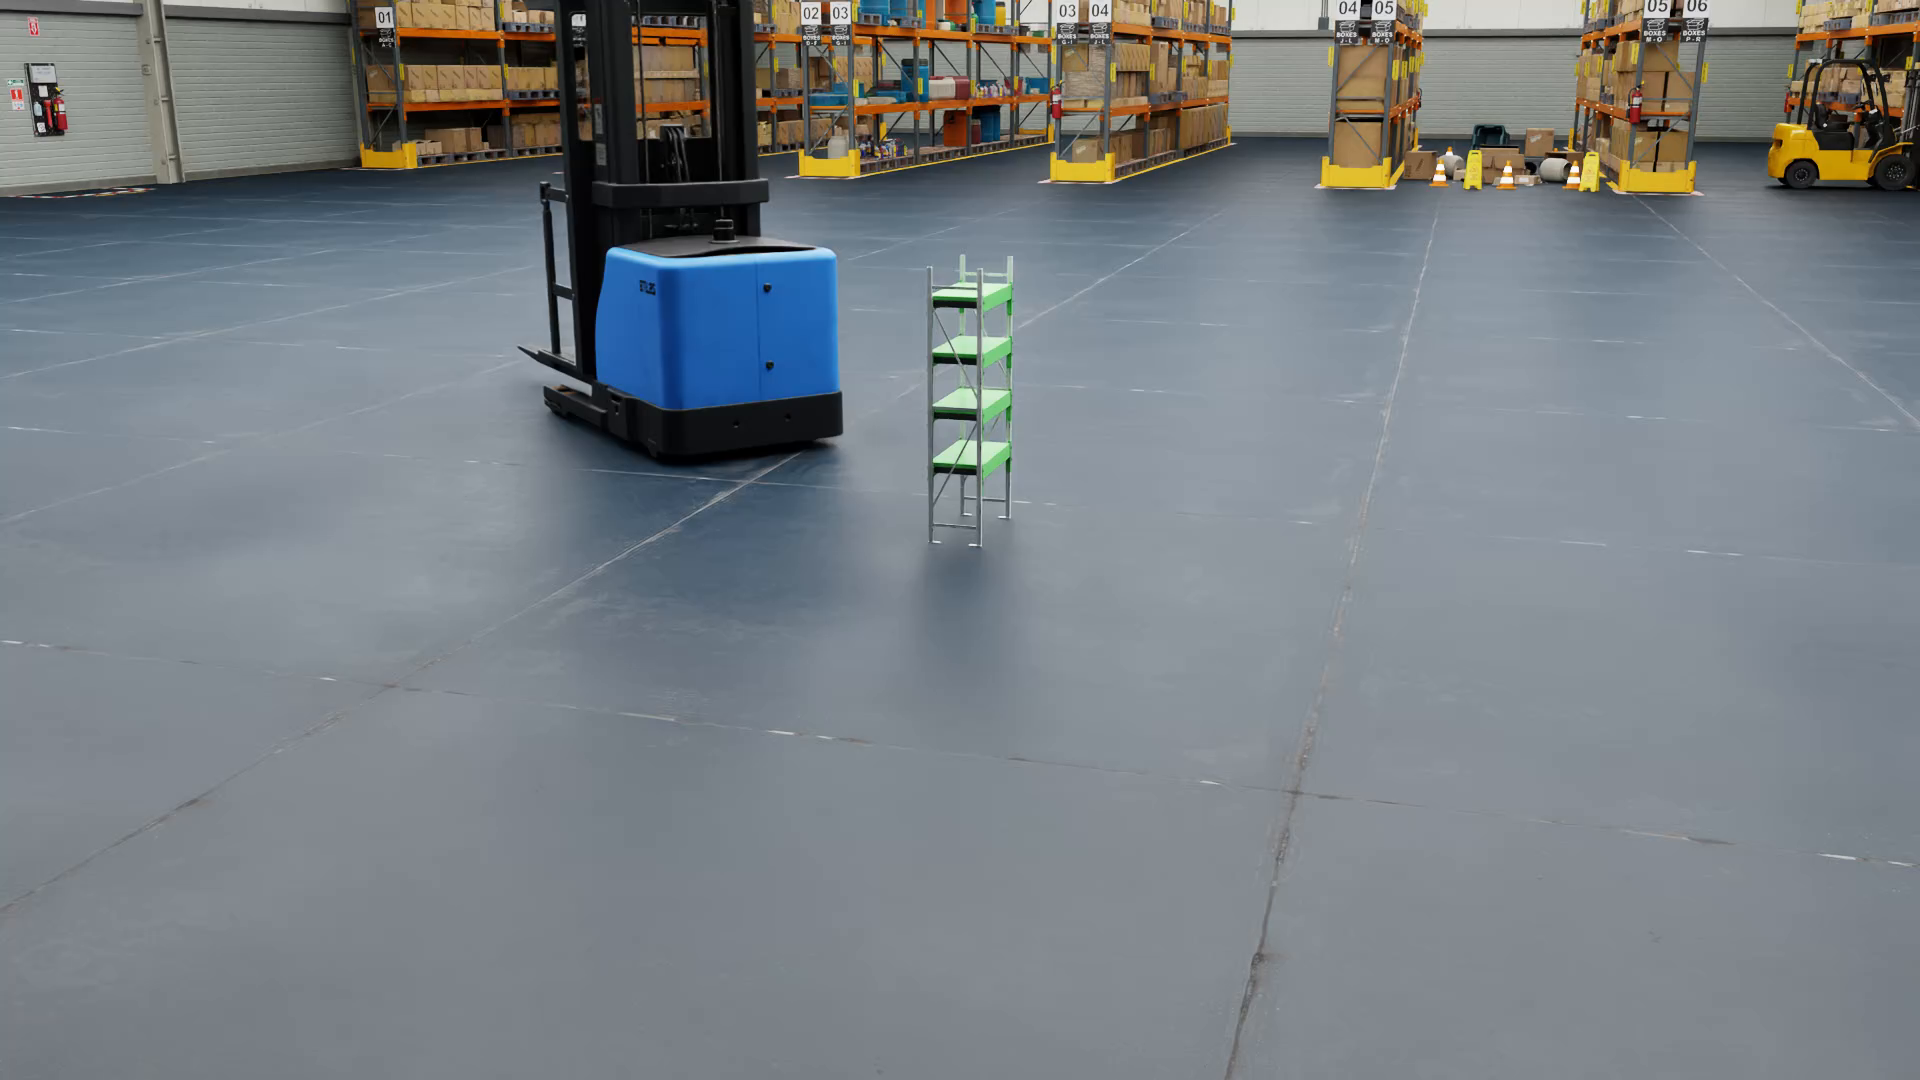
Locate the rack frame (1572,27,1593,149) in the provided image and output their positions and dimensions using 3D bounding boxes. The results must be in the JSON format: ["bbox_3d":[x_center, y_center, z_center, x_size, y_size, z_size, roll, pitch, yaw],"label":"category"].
[{"bbox_3d":[16.296,-11.517,42.437,1.000,3.000,0.127,5,16,16],"label":"rack frame"}]

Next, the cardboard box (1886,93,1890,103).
[{"bbox_3d":[17.846,-8.333,31.486,0.500,0.250,0.500,5,17,16],"label":"cardboard box"}]

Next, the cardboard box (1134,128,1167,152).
[{"bbox_3d":[4.204,-8.879,36.910,0.700,0.500,0.500,3,16,11],"label":"cardboard box"}]

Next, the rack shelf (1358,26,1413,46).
[{"bbox_3d":[8.679,-10.355,34.162,1.077,0.370,4.000,5,16,16],"label":"rack shelf"}]

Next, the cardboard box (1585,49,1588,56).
[{"bbox_3d":[15.448,-11.884,40.527,0.380,0.149,0.250,4,16,15],"label":"cardboard box"}]

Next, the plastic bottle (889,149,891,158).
[{"bbox_3d":[-1.475,-7.995,34.341,0.097,0.201,0.097,0,16,0],"label":"plastic bottle"}]

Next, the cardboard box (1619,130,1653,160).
[{"bbox_3d":[11.871,-6.938,29.187,0.500,0.500,0.500,5,17,18],"label":"cardboard box"}]

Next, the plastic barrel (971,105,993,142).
[{"bbox_3d":[0.536,-10.489,41.890,0.600,0.901,0.708,5,16,16],"label":"plastic barrel"}]

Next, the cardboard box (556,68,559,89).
[{"bbox_3d":[-9.983,-11.333,40.797,0.700,0.500,0.500,3,16,11],"label":"cardboard box"}]

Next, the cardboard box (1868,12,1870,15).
[{"bbox_3d":[18.744,-10.781,33.887,0.380,0.149,0.250,4,16,15],"label":"cardboard box"}]

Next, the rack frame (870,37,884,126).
[{"bbox_3d":[-2.703,-13.055,47.858,1.000,3.000,0.127,5,16,16],"label":"rack frame"}]

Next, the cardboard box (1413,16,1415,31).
[{"bbox_3d":[9.800,-11.533,36.812,0.500,0.500,0.500,5,16,16],"label":"cardboard box"}]

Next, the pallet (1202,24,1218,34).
[{"bbox_3d":[5.900,-12.853,41.811,1.003,0.211,1.213,5,16,16],"label":"pallet"}]

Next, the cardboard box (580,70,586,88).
[{"bbox_3d":[-9.343,-11.653,42.151,0.500,0.500,0.500,5,17,18],"label":"cardboard box"}]

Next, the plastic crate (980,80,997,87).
[{"bbox_3d":[0.714,-11.793,43.329,0.392,0.384,0.575,5,16,16],"label":"plastic crate"}]

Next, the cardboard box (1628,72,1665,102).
[{"bbox_3d":[11.639,-7.686,28.200,0.500,0.500,0.500,4,16,15],"label":"cardboard box"}]

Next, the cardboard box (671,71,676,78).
[{"bbox_3d":[-6.276,-9.922,35.440,0.380,0.149,0.250,5,16,16],"label":"cardboard box"}]

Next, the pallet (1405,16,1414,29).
[{"bbox_3d":[8.800,-10.668,34.294,1.003,0.211,1.213,5,17,18],"label":"pallet"}]

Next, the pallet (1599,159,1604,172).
[{"bbox_3d":[13.450,-7.560,33.596,1.003,0.211,1.213,5,16,16],"label":"pallet"}]

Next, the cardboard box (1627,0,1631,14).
[{"bbox_3d":[12.205,-9.532,29.671,0.500,0.250,0.500,5,17,16],"label":"cardboard box"}]

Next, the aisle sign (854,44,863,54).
[{"bbox_3d":[-2.965,-14.346,47.646,0.394,0.787,0.004,5,16,16],"label":"aisle sign"}]

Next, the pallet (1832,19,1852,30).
[{"bbox_3d":[19.374,-11.002,35.470,1.213,0.211,1.003,5,16,16],"label":"pallet"}]

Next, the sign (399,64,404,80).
[{"bbox_3d":[-11.480,-9.626,34.184,0.100,0.325,0.005,5,16,16],"label":"sign"}]

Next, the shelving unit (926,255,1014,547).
[{"bbox_3d":[0.047,-0.621,7.318,0.258,1.200,0.503,5,16,16],"label":"shelving unit"}]

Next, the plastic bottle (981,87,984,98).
[{"bbox_3d":[0.527,-10.873,40.401,0.097,0.271,0.097,0,16,0],"label":"plastic bottle"}]

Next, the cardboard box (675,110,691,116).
[{"bbox_3d":[-7.859,-12.103,47.124,0.380,0.149,0.250,4,16,14],"label":"cardboard box"}]

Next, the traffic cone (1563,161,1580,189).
[{"bbox_3d":[10.634,-6.323,28.774,0.336,0.463,0.334,5,16,16],"label":"traffic cone"}]

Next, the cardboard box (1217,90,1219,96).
[{"bbox_3d":[6.502,-11.578,43.111,0.380,0.149,0.250,4,16,14],"label":"cardboard box"}]

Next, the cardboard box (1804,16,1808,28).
[{"bbox_3d":[20.543,-12.418,39.845,0.500,0.250,0.500,5,17,17],"label":"cardboard box"}]

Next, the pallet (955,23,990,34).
[{"bbox_3d":[0.083,-12.121,39.416,1.003,0.211,1.213,5,16,16],"label":"pallet"}]

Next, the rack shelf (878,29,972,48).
[{"bbox_3d":[-0.796,-11.150,36.965,1.077,0.370,4.000,5,16,16],"label":"rack shelf"}]

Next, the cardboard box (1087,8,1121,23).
[{"bbox_3d":[2.632,-9.576,30.373,0.500,0.250,0.500,5,17,18],"label":"cardboard box"}]

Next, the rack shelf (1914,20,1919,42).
[{"bbox_3d":[17.077,-8.567,27.859,1.077,0.370,4.000,5,16,16],"label":"rack shelf"}]

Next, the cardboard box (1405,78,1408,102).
[{"bbox_3d":[9.234,-9.560,35.356,0.500,0.500,0.500,5,16,16],"label":"cardboard box"}]

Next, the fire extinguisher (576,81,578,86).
[{"bbox_3d":[-7.729,-8.837,33.128,0.296,0.674,0.183,5,16,16],"label":"fire extinguisher"}]

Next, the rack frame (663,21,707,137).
[{"bbox_3d":[-6.113,-9.915,36.789,1.000,3.000,0.127,5,16,16],"label":"rack frame"}]

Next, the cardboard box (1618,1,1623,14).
[{"bbox_3d":[13.743,-10.668,33.763,0.700,0.500,0.500,5,16,16],"label":"cardboard box"}]

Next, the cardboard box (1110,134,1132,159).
[{"bbox_3d":[3.232,-8.044,34.003,0.500,0.500,0.500,4,16,14],"label":"cardboard box"}]

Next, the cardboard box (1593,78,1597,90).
[{"bbox_3d":[14.184,-10.009,36.478,0.500,0.250,0.500,4,16,14],"label":"cardboard box"}]

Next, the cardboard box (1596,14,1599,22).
[{"bbox_3d":[14.464,-11.699,37.241,0.380,0.166,0.250,3,16,12],"label":"cardboard box"}]

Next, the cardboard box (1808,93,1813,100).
[{"bbox_3d":[20.017,-10.344,38.761,0.380,0.149,0.250,4,16,15],"label":"cardboard box"}]

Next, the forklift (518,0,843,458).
[{"bbox_3d":[-1.853,-2.190,9.678,1.130,2.935,3.031,-10,19,-31],"label":"forklift"}]

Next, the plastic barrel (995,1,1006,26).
[{"bbox_3d":[0.844,-13.104,41.421,0.600,0.588,0.600,0,16,0],"label":"plastic barrel"}]

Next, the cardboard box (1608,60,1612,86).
[{"bbox_3d":[13.237,-9.311,33.161,0.500,0.500,0.500,4,16,14],"label":"cardboard box"}]

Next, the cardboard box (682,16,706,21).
[{"bbox_3d":[-5.929,-11.649,36.909,0.500,0.250,0.500,6,17,22],"label":"cardboard box"}]

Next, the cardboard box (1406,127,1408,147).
[{"bbox_3d":[10.119,-9.346,38.595,0.500,0.500,0.500,4,16,15],"label":"cardboard box"}]

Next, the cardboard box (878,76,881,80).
[{"bbox_3d":[-2.569,-12.964,47.357,0.500,0.500,0.500,5,17,18],"label":"cardboard box"}]

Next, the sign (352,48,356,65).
[{"bbox_3d":[-12.527,-10.009,34.420,0.100,0.325,0.005,5,16,16],"label":"sign"}]

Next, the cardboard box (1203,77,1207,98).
[{"bbox_3d":[5.786,-11.144,40.937,0.500,0.500,0.500,5,16,16],"label":"cardboard box"}]

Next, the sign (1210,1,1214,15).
[{"bbox_3d":[6.180,-13.043,40.794,0.100,0.325,0.005,5,16,16],"label":"sign"}]
